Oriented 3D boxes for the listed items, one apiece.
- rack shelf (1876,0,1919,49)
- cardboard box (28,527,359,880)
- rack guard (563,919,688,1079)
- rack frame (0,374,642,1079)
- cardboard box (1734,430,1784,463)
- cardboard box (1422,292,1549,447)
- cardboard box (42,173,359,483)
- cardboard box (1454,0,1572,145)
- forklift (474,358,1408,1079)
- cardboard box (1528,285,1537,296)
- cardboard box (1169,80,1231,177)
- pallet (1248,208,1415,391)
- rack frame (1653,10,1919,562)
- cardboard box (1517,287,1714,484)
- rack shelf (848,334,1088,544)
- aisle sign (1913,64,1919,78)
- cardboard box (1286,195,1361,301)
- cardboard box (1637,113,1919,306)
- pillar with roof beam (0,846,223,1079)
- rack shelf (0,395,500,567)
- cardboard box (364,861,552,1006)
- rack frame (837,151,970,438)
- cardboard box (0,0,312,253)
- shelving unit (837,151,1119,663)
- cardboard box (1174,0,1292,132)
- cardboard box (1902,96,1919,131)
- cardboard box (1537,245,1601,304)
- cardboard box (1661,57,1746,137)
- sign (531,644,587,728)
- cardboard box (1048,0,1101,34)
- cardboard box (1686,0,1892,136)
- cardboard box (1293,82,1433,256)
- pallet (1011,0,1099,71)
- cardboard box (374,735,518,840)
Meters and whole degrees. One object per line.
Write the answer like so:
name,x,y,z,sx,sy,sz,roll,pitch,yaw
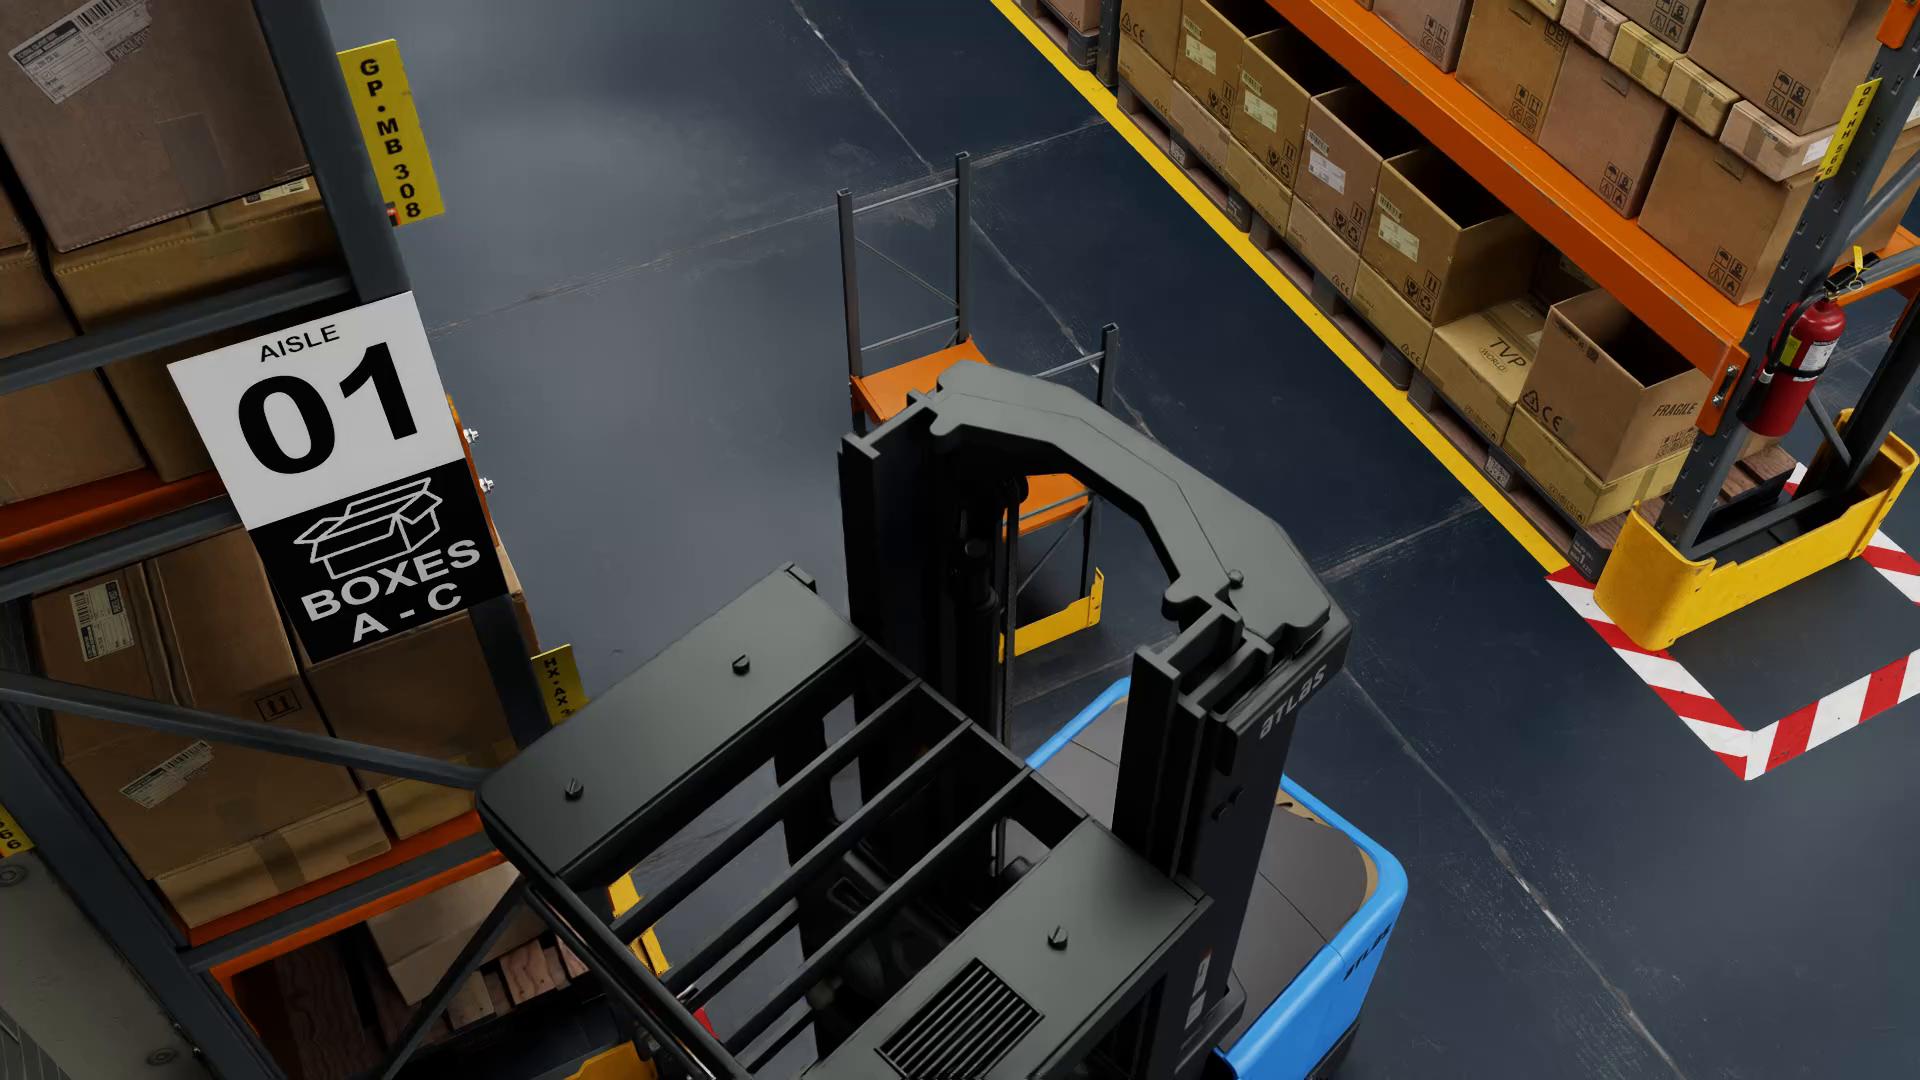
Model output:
rack shelf,2.103,-2.973,5.735,1.077,0.370,4.000,-21,52,-18
cardboard box,-1.790,0.379,3.907,0.500,0.500,0.500,-22,52,-18
rack guard,-1.420,1.597,4.913,1.175,0.500,0.348,-21,52,-18
rack frame,-1.385,0.825,3.928,1.000,3.000,0.127,-21,52,-18
cardboard box,2.970,-0.552,6.680,0.500,0.250,0.500,-21,52,-18
cardboard box,2.270,-0.704,6.813,0.500,0.250,0.500,-21,52,-18
cardboard box,-1.316,-0.512,3.025,0.500,0.500,0.500,-20,52,-17
cardboard box,2.349,-1.917,6.260,0.700,0.500,0.500,-21,52,-17
forklift,-0.171,1.162,3.679,1.130,2.935,3.031,37,58,27
cardboard box,2.510,-1.220,7.265,0.500,0.250,0.500,-21,52,-18
cardboard box,1.355,-2.042,7.984,0.500,0.250,0.500,-21,52,-18
pallet,2.077,-1.278,7.620,1.003,0.211,1.213,-21,52,-18
rack frame,3.018,-0.883,5.422,1.000,3.000,0.127,-21,52,-18
cardboard box,2.508,-0.620,6.241,0.500,0.500,0.500,-21,52,-18
rack shelf,0.039,-0.318,6.164,0.538,0.185,1.000,-21,52,-18
aisle sign,2.787,-1.594,4.317,0.394,0.787,0.004,-21,52,-18
cardboard box,1.813,-1.373,7.399,0.500,0.250,0.500,-21,52,-18
cardboard box,2.816,-1.233,5.662,0.700,0.500,0.500,-21,52,-18
pillar with roof beam,1.354,-2.803,3.116,9.100,9.000,0.400,-21,52,-18
rack shelf,-2.300,-1.264,4.240,1.077,0.370,4.000,-21,52,-18
cardboard box,-1.621,1.072,5.207,0.500,0.311,0.500,-27,54,-21
rack frame,-0.194,-0.777,6.326,0.500,1.500,0.032,-21,52,-18
cardboard box,-1.345,-0.872,2.676,0.500,0.500,0.500,-25,53,-20
shelving unit,0.035,-0.443,6.033,0.587,1.500,1.083,-21,52,-18
cardboard box,1.357,-2.290,7.703,0.500,0.500,0.500,-21,52,-18
cardboard box,3.030,-1.467,5.435,0.380,0.149,0.250,-22,52,-18
cardboard box,2.740,-1.133,6.690,0.500,0.500,0.500,-21,52,-18
cardboard box,2.553,-1.495,5.460,0.380,0.149,0.250,-20,52,-17
sign,-0.902,0.353,3.766,0.100,0.325,0.005,-21,52,-18
cardboard box,0.740,-2.971,8.796,0.500,0.250,0.500,-22,52,-18
cardboard box,2.792,-1.696,5.205,0.700,0.500,0.500,-21,52,-17
cardboard box,1.810,-1.619,7.115,0.500,0.500,0.500,-21,52,-18
pallet,0.816,-3.122,9.233,1.003,0.211,1.213,-21,52,-18
cardboard box,-1.326,0.432,4.358,0.500,0.250,0.500,-23,53,-19
